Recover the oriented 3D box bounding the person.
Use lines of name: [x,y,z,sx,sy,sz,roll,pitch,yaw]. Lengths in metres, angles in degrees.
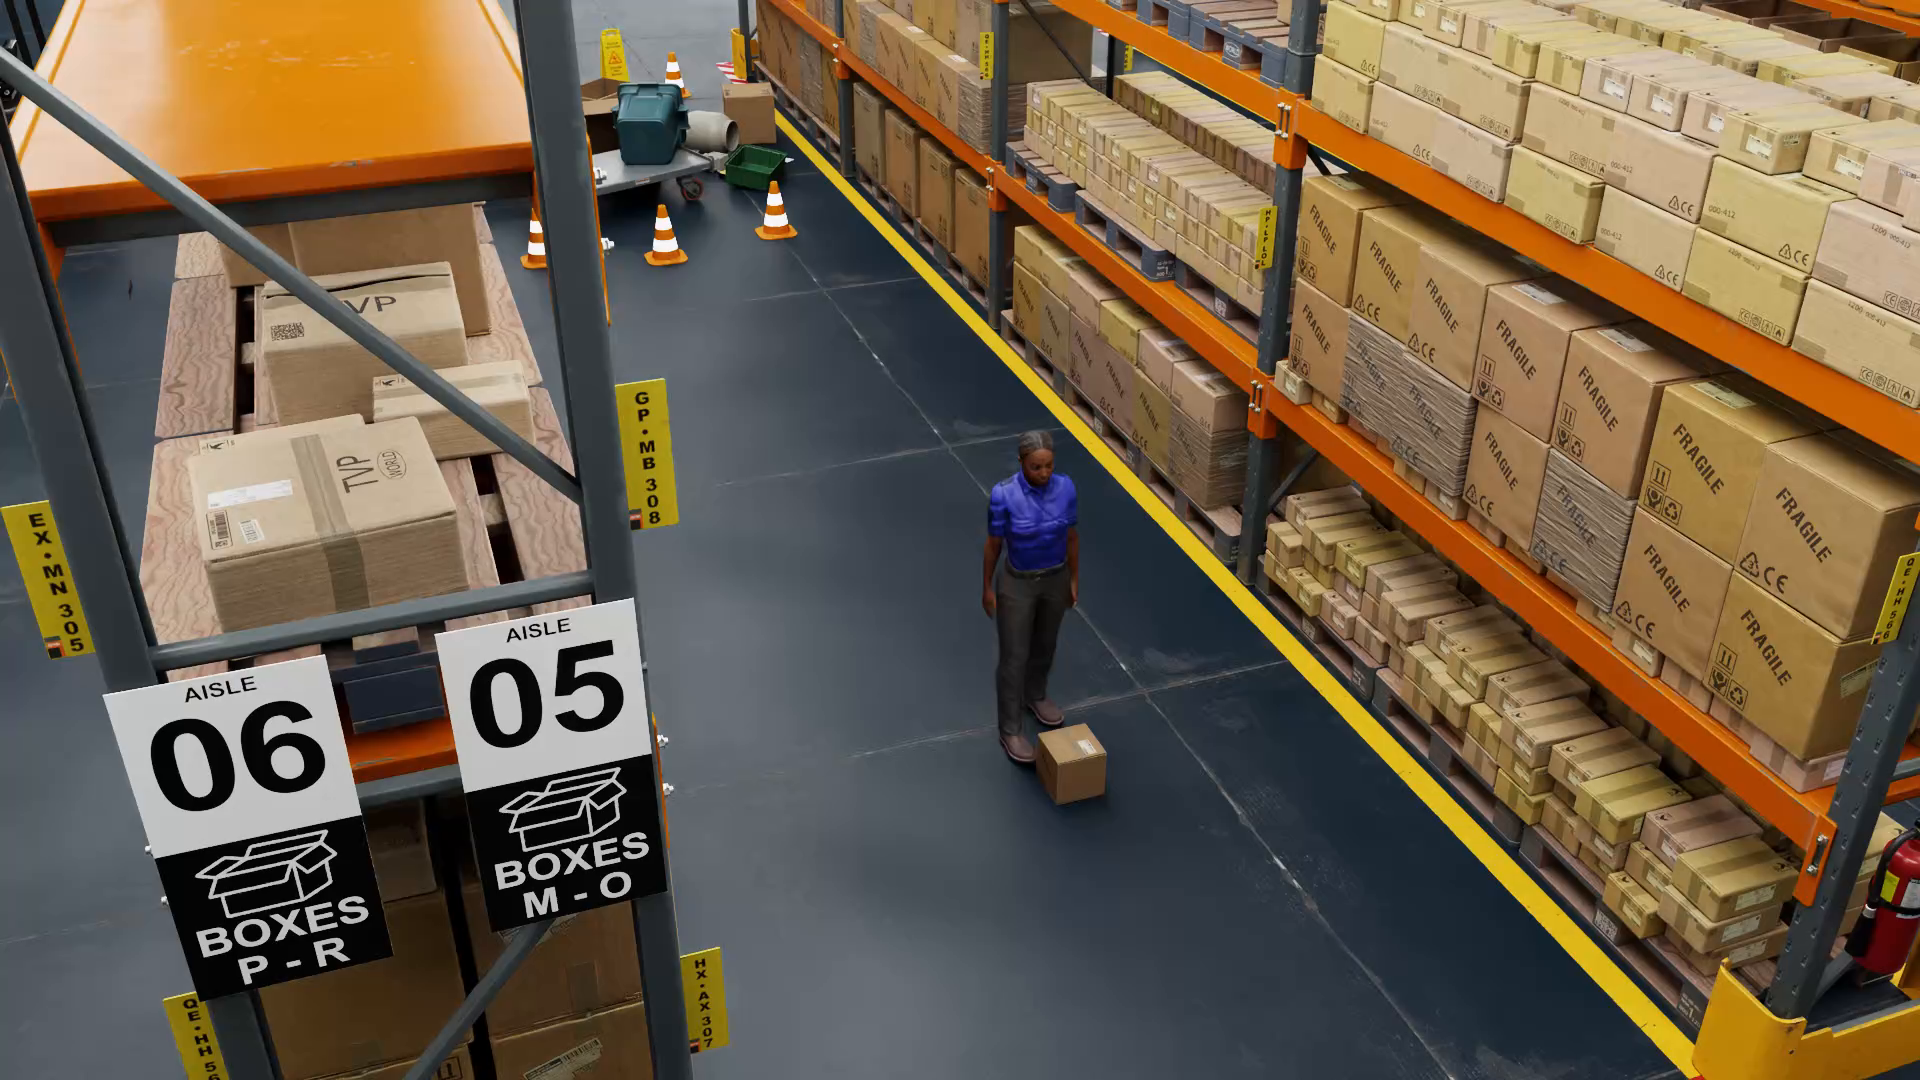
person: [0.367,0.238,7.910,0.471,1.655,0.538,-10,32,-17]
